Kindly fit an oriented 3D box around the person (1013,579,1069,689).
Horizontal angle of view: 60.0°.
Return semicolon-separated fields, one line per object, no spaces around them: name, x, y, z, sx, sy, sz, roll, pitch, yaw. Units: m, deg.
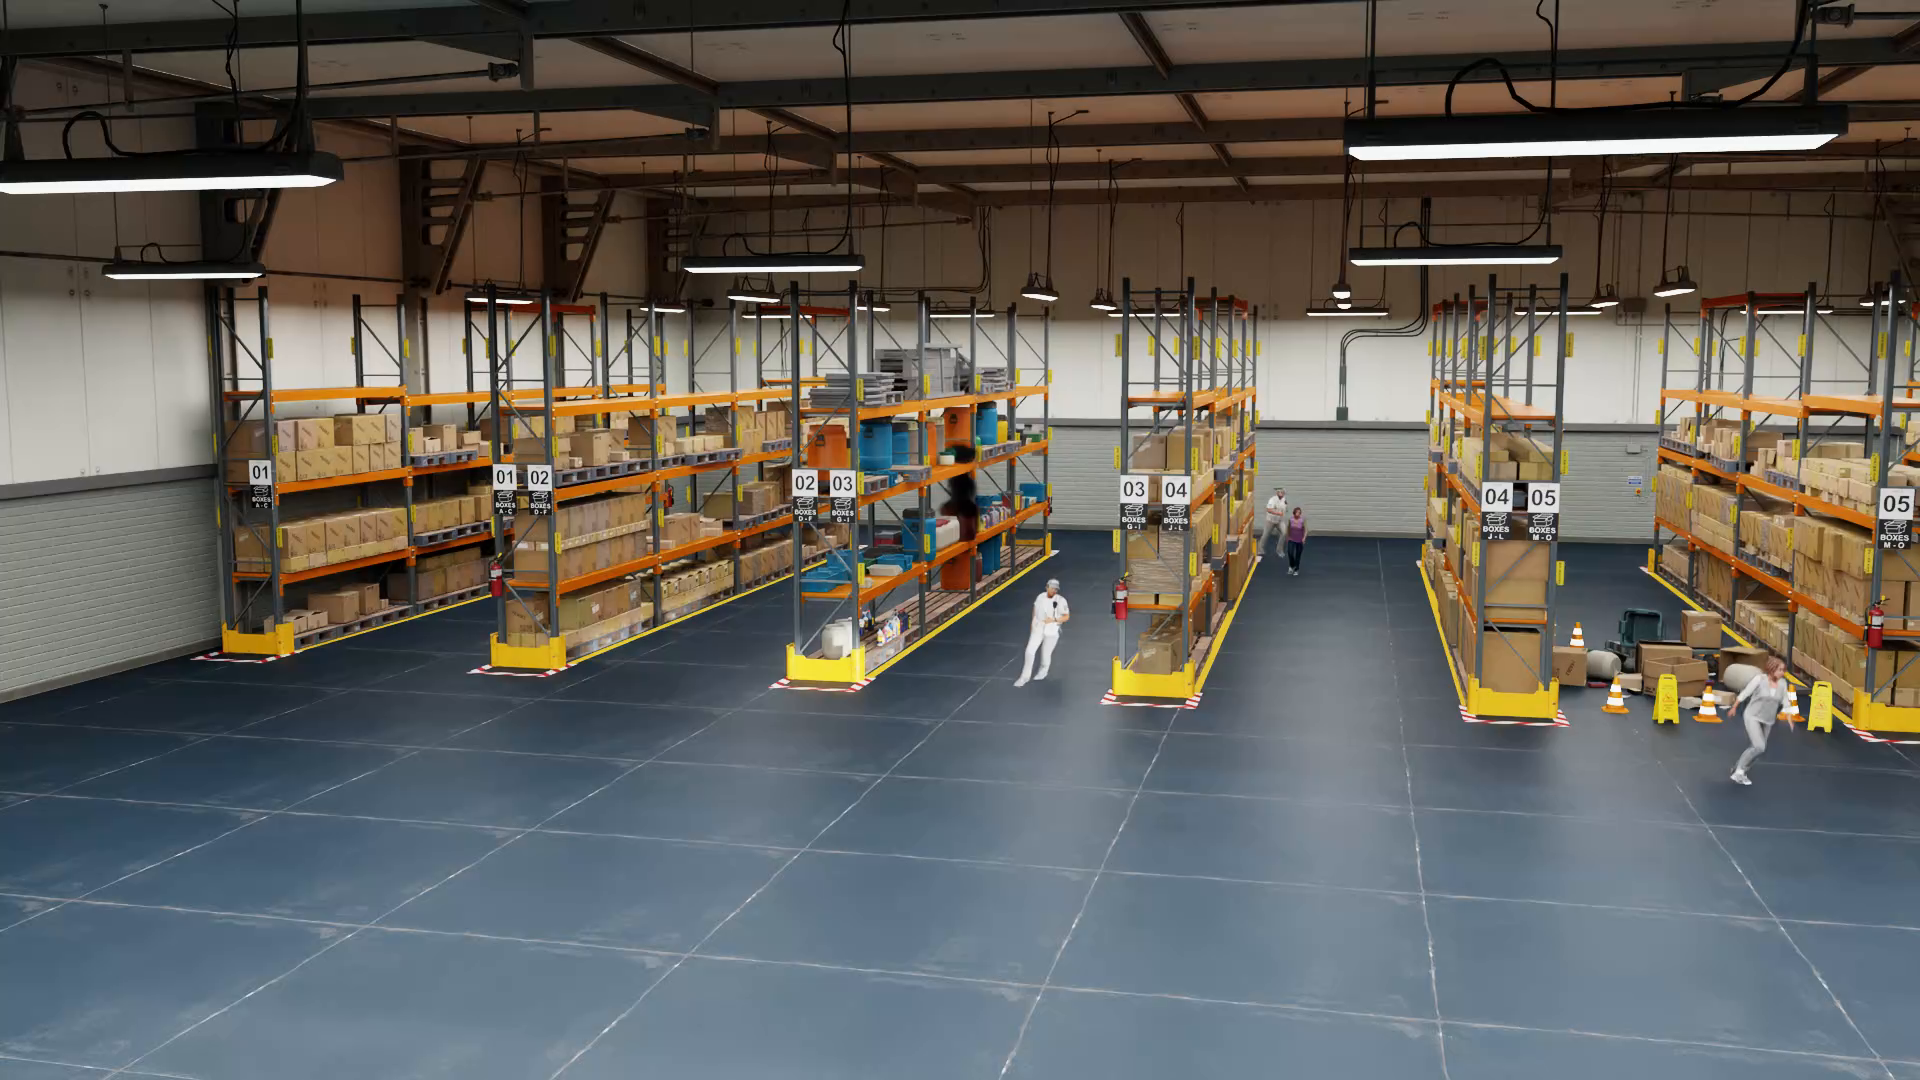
person;1.254;1.363;24.775;0.796;1.619;0.745;2;7;14

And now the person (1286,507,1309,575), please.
person;7.394;0.036;36.501;0.518;1.543;0.761;2;7;16

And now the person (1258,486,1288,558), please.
person;7.599;-0.453;40.007;0.632;1.721;1.010;-3;7;-23

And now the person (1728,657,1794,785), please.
person;9.136;2.069;18.927;0.507;1.531;0.699;-1;7;-10
